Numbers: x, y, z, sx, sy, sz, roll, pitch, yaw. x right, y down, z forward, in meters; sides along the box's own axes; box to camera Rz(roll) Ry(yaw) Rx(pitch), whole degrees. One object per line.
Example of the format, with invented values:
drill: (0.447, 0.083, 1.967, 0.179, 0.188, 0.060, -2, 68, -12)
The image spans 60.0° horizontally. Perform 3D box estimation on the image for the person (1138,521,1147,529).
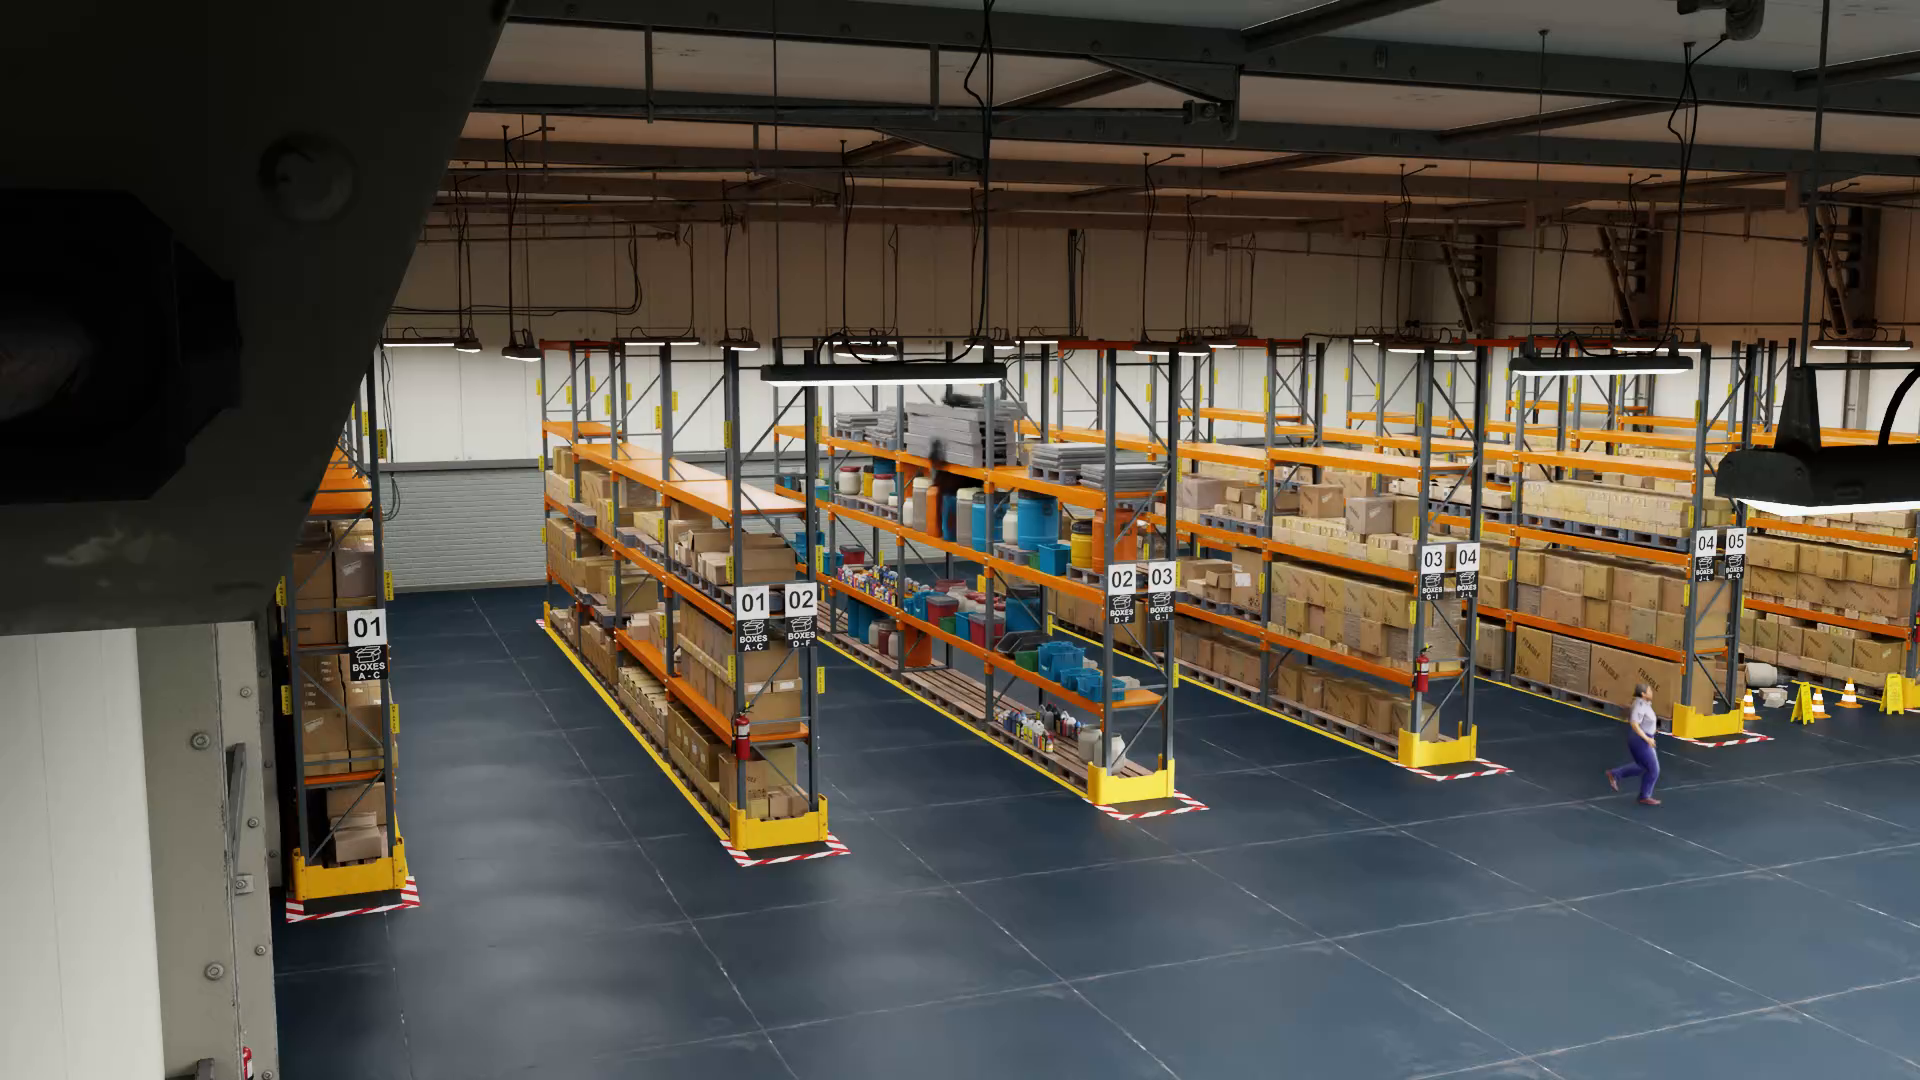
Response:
person: (4.235, 0.383, 39.282, 0.665, 1.724, 0.576, -3, 8, -23)

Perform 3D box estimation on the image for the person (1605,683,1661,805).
person: (8.961, 2.681, 22.028, 0.676, 1.614, 0.638, 2, 8, 18)
